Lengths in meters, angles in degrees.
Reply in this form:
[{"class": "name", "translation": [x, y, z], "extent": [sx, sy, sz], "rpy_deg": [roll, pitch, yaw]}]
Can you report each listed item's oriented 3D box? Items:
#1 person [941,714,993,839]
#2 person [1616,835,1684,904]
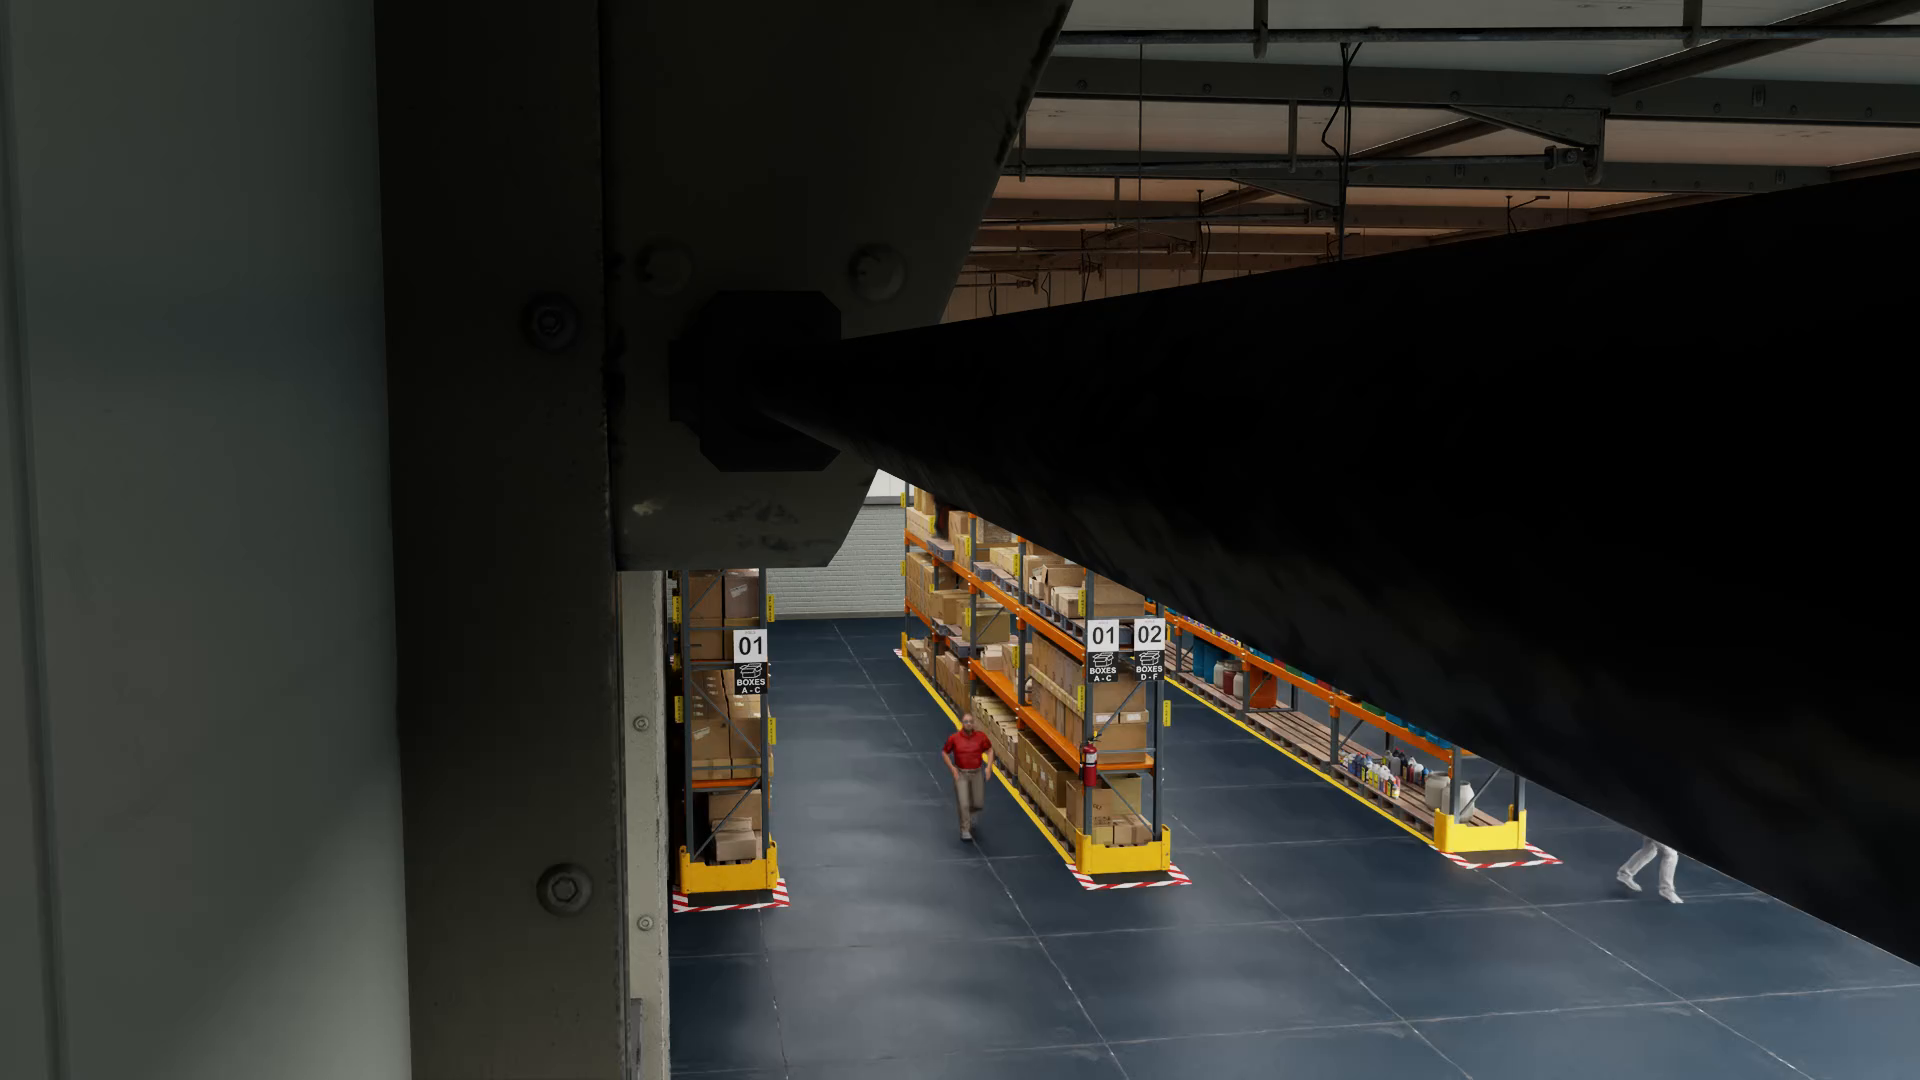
[{"class": "person", "translation": [0.103, 3.162, 22.473], "extent": [0.710, 1.671, 0.631], "rpy_deg": [-1, 6, -8]}, {"class": "person", "translation": [8.282, 3.396, 19.852], "extent": [0.787, 1.824, 0.659], "rpy_deg": [3, 7, 28]}]
